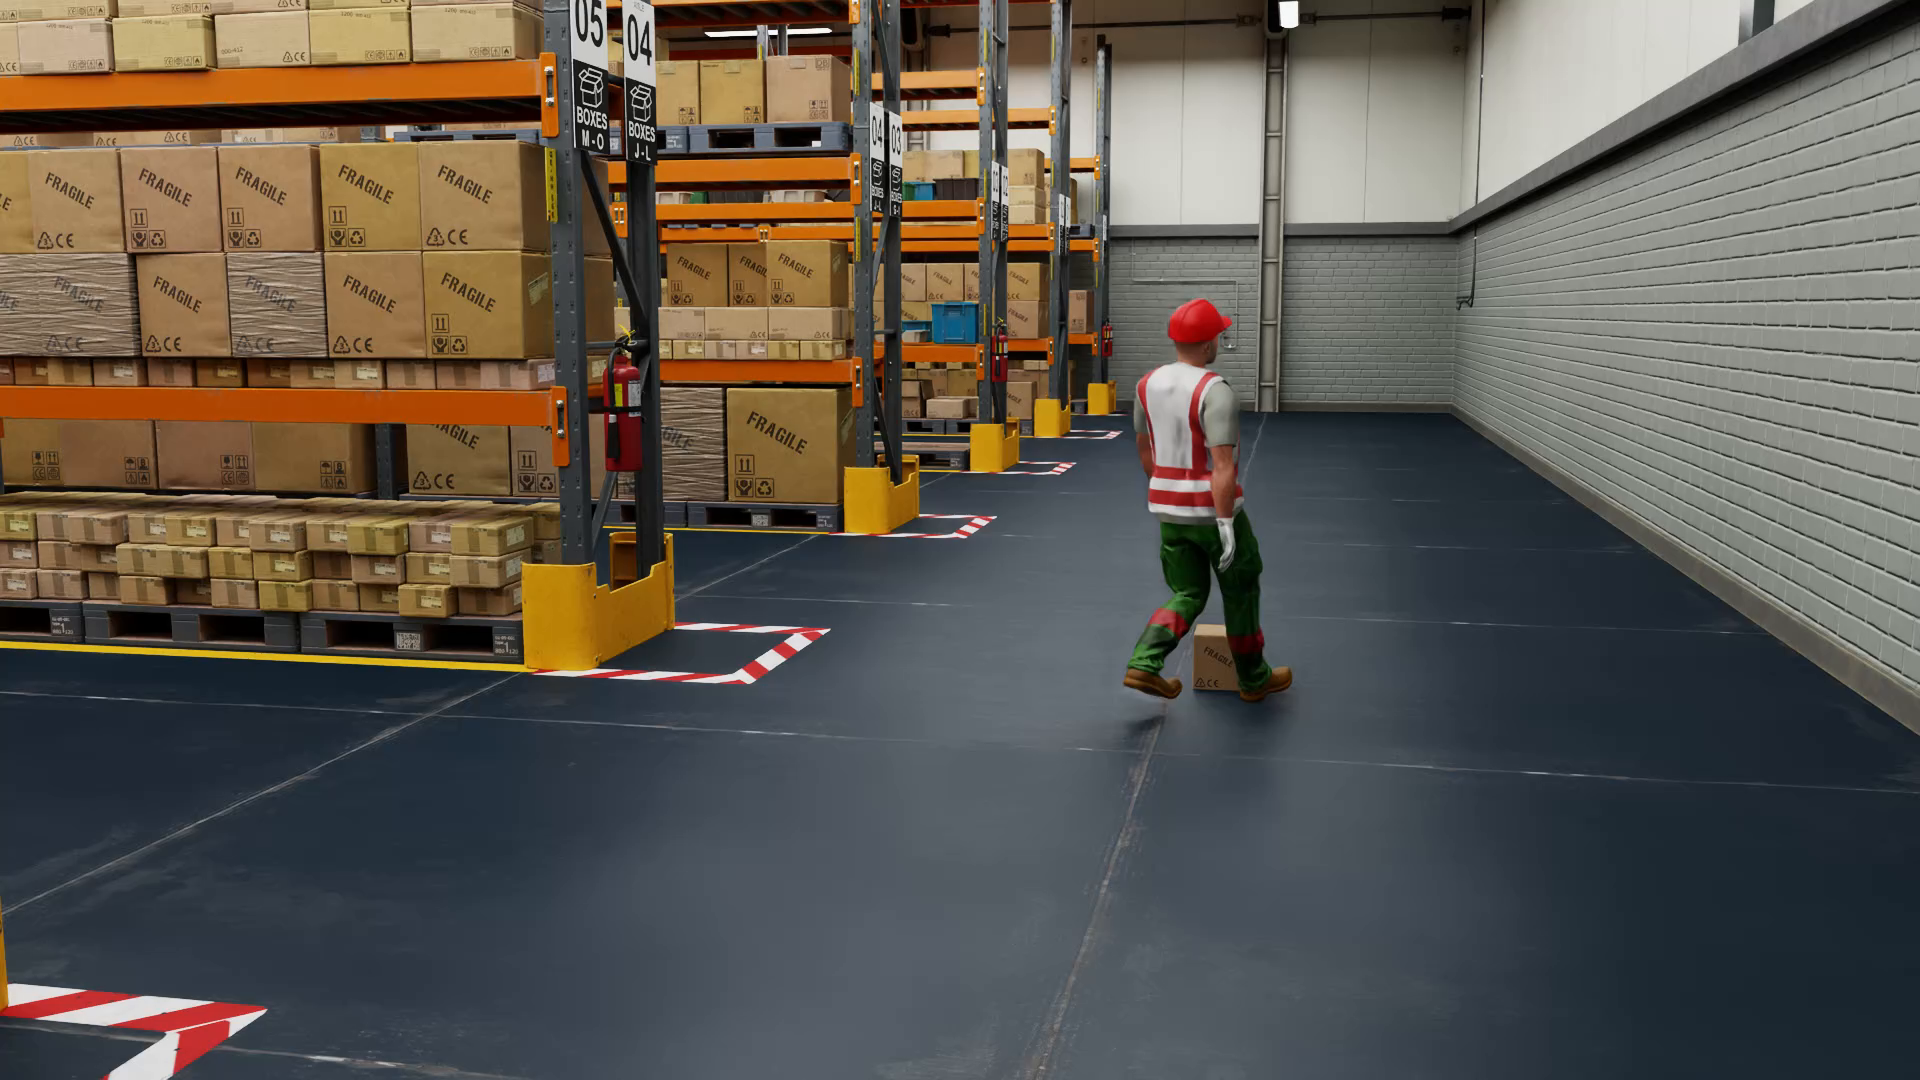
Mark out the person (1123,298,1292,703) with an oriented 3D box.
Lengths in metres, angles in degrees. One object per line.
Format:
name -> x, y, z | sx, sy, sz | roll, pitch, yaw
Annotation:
person -> 1.069, -0.140, 6.960 | 0.945, 1.725, 0.603 | -7, 11, -43
